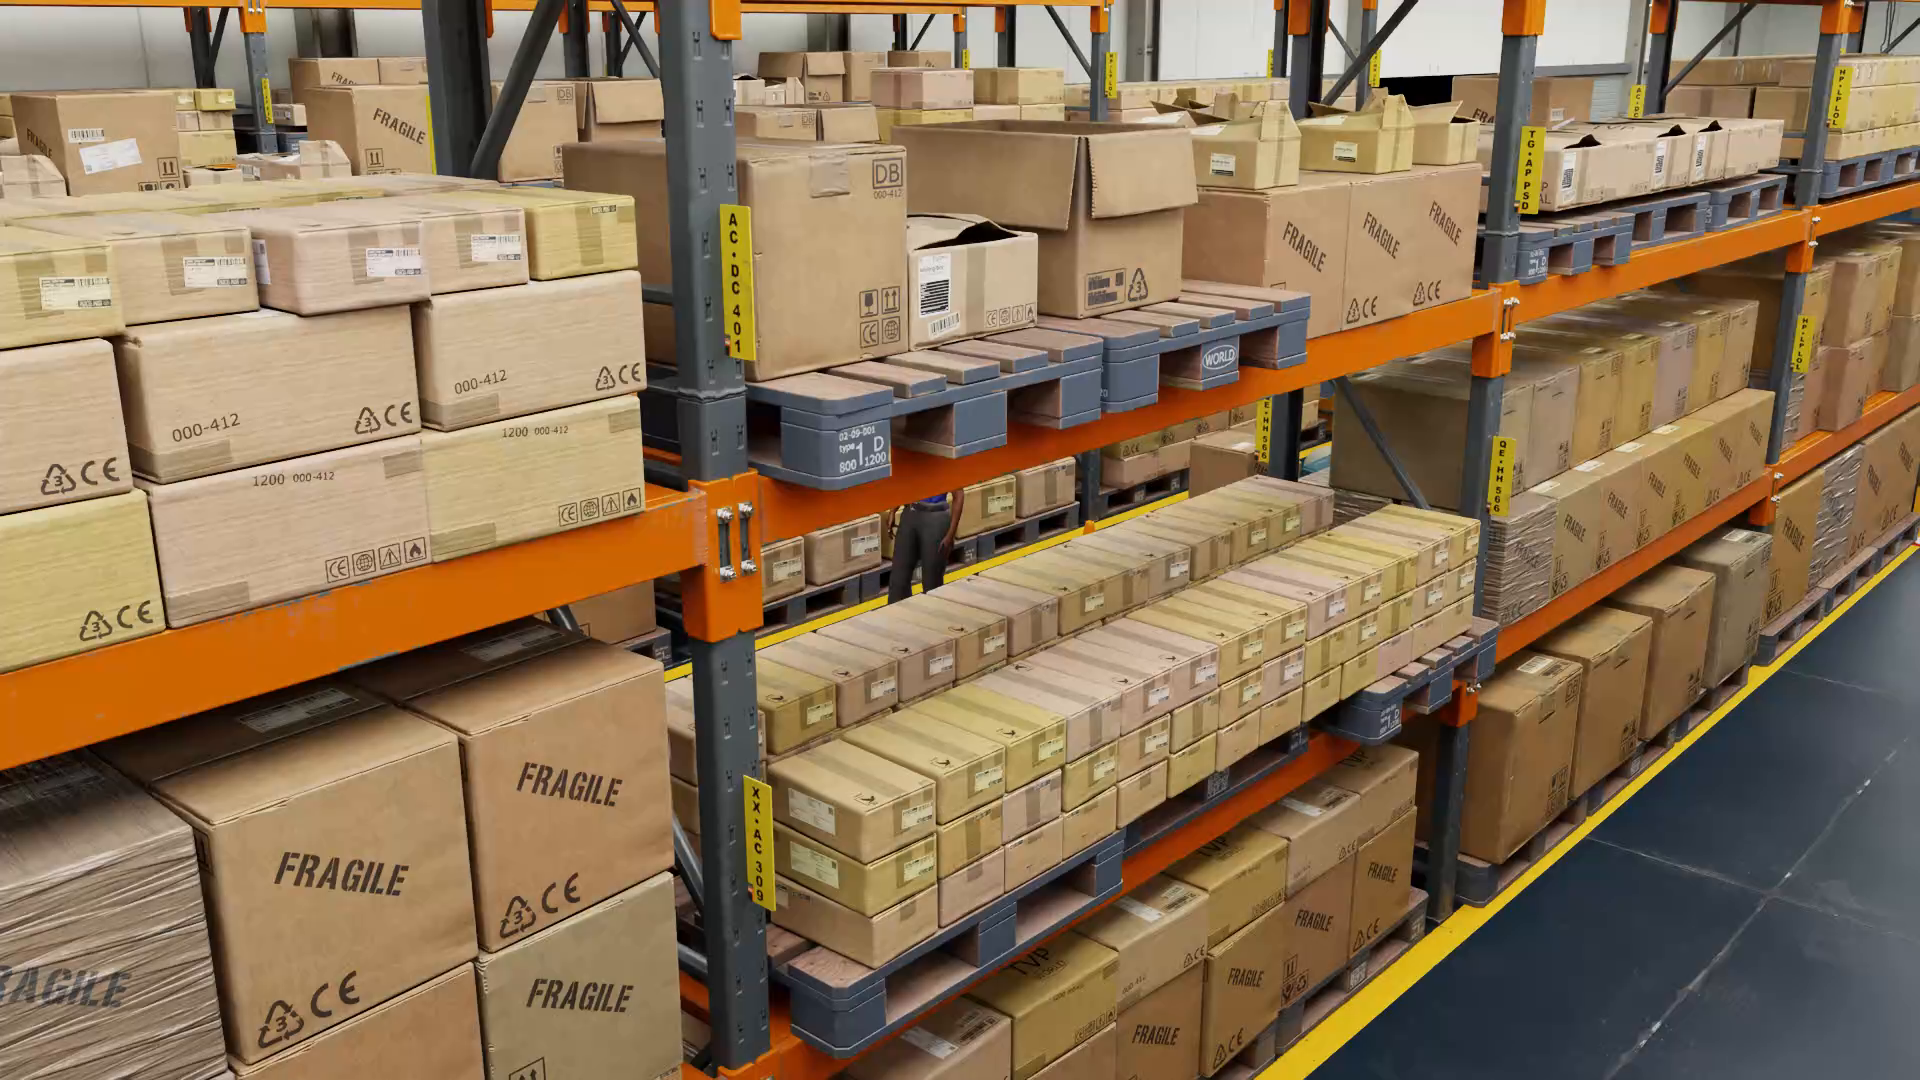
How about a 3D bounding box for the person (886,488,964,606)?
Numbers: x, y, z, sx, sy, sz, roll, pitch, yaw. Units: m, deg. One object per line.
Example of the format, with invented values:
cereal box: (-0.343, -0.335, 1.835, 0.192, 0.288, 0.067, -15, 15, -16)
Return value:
person: (-0.274, -0.064, 10.231, 0.568, 1.655, 0.503, 15, 22, 40)
